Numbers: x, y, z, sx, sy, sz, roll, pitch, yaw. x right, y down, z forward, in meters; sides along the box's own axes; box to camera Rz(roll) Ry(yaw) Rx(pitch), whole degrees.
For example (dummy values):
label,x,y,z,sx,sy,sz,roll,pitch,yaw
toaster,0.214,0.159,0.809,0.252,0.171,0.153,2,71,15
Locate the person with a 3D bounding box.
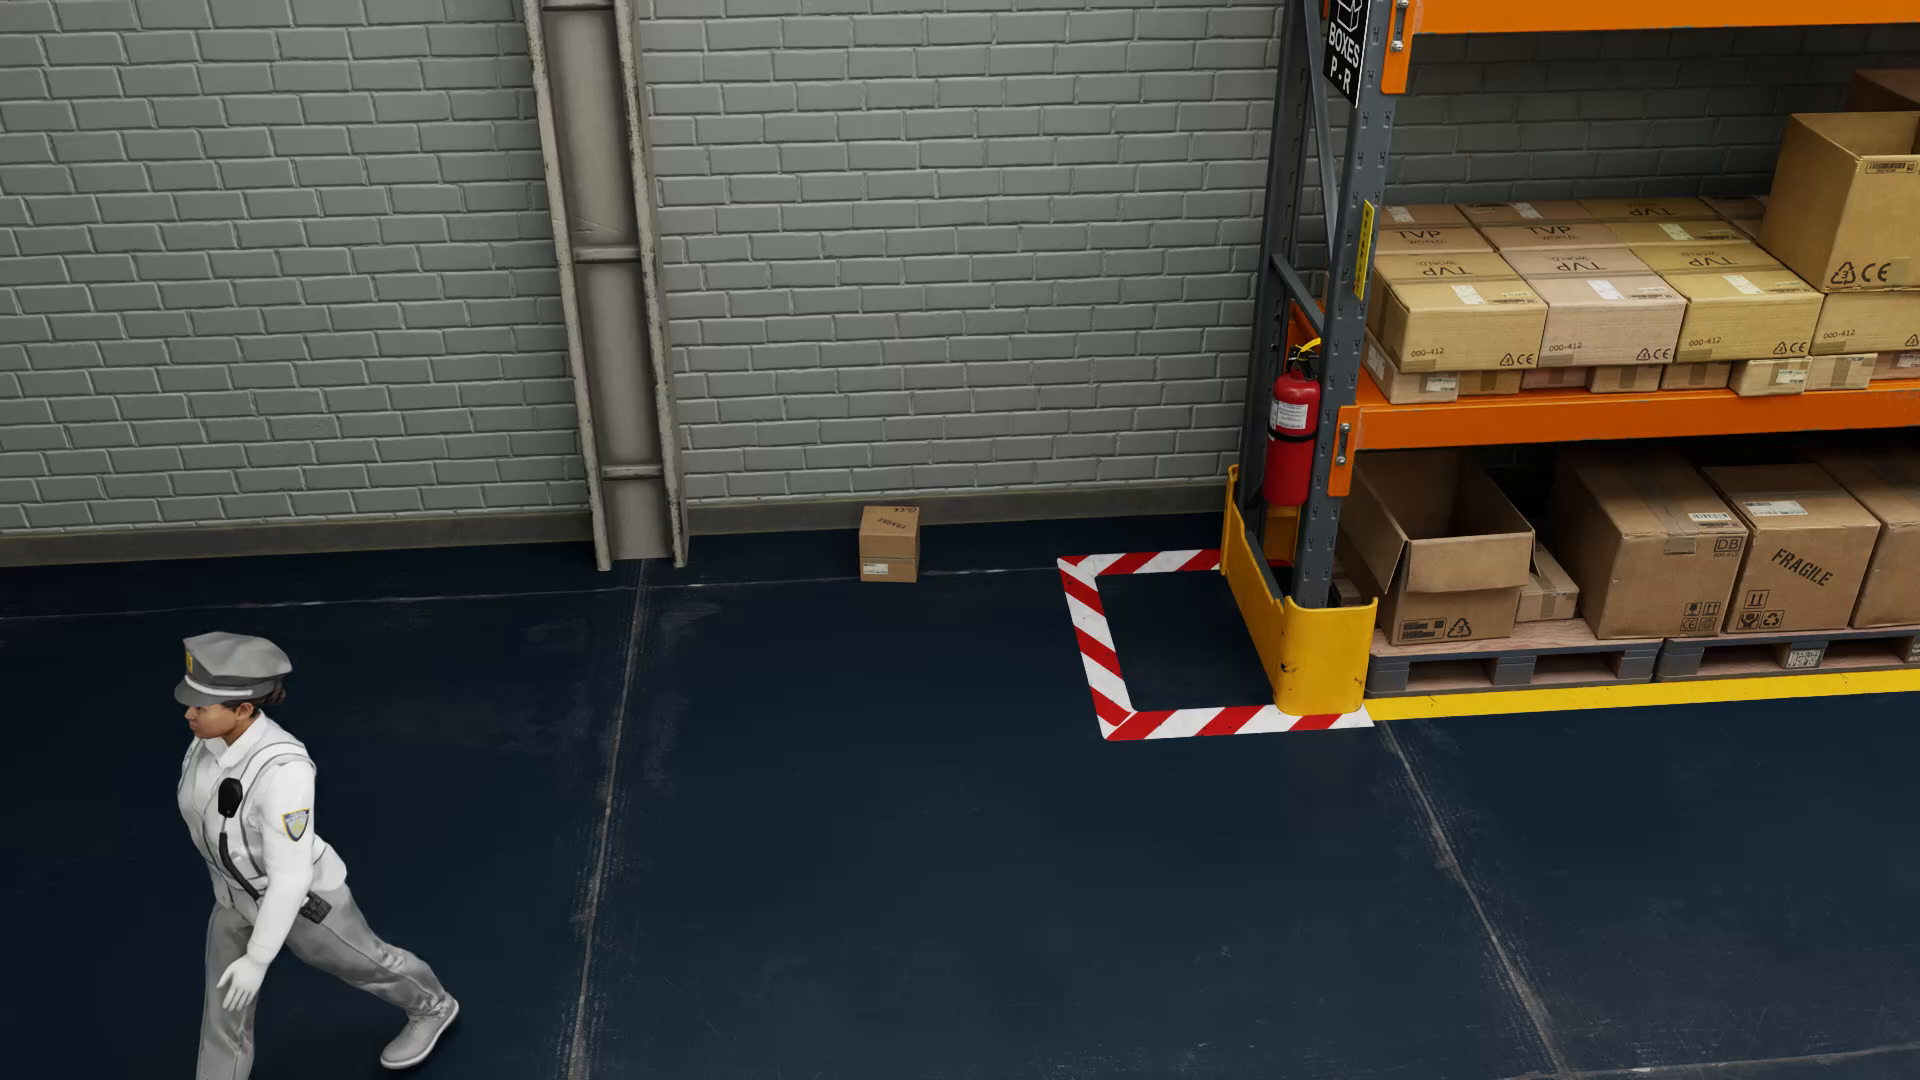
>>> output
label,x,y,z,sx,sy,sz,roll,pitch,yaw
person,-1.897,0.990,4.449,0.494,1.629,1.006,20,37,30
